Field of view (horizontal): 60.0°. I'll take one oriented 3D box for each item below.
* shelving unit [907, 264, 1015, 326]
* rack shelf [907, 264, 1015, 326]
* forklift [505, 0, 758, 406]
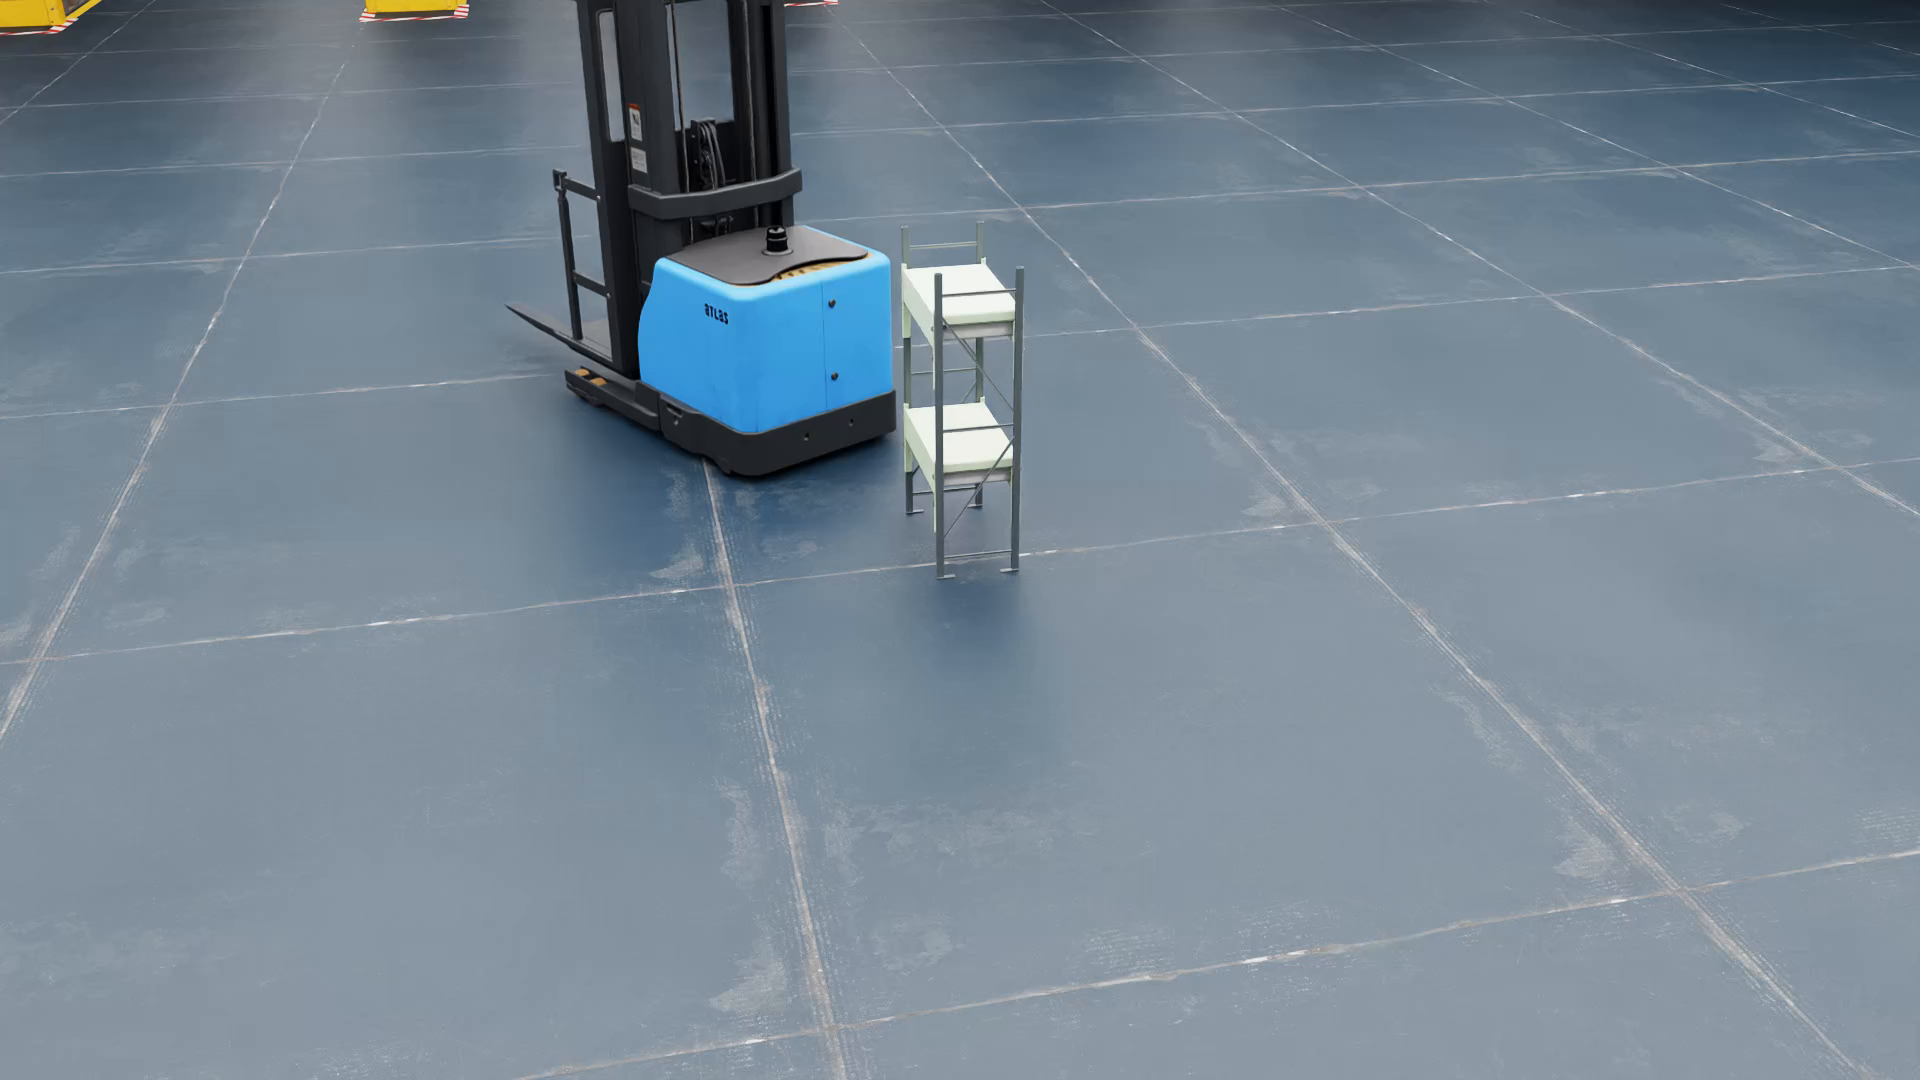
[{"bbox_3d":[0.002,-1.134,7.670,0.368,0.052,0.686,-6,27,-12],"label":"shelving unit"},{"bbox_3d":[0.002,-1.134,7.670,0.368,0.052,0.686,-6,27,-12],"label":"rack shelf"},{"bbox_3d":[-1.987,-2.289,9.752,1.118,2.733,2.170,-22,34,-36],"label":"forklift"}]
